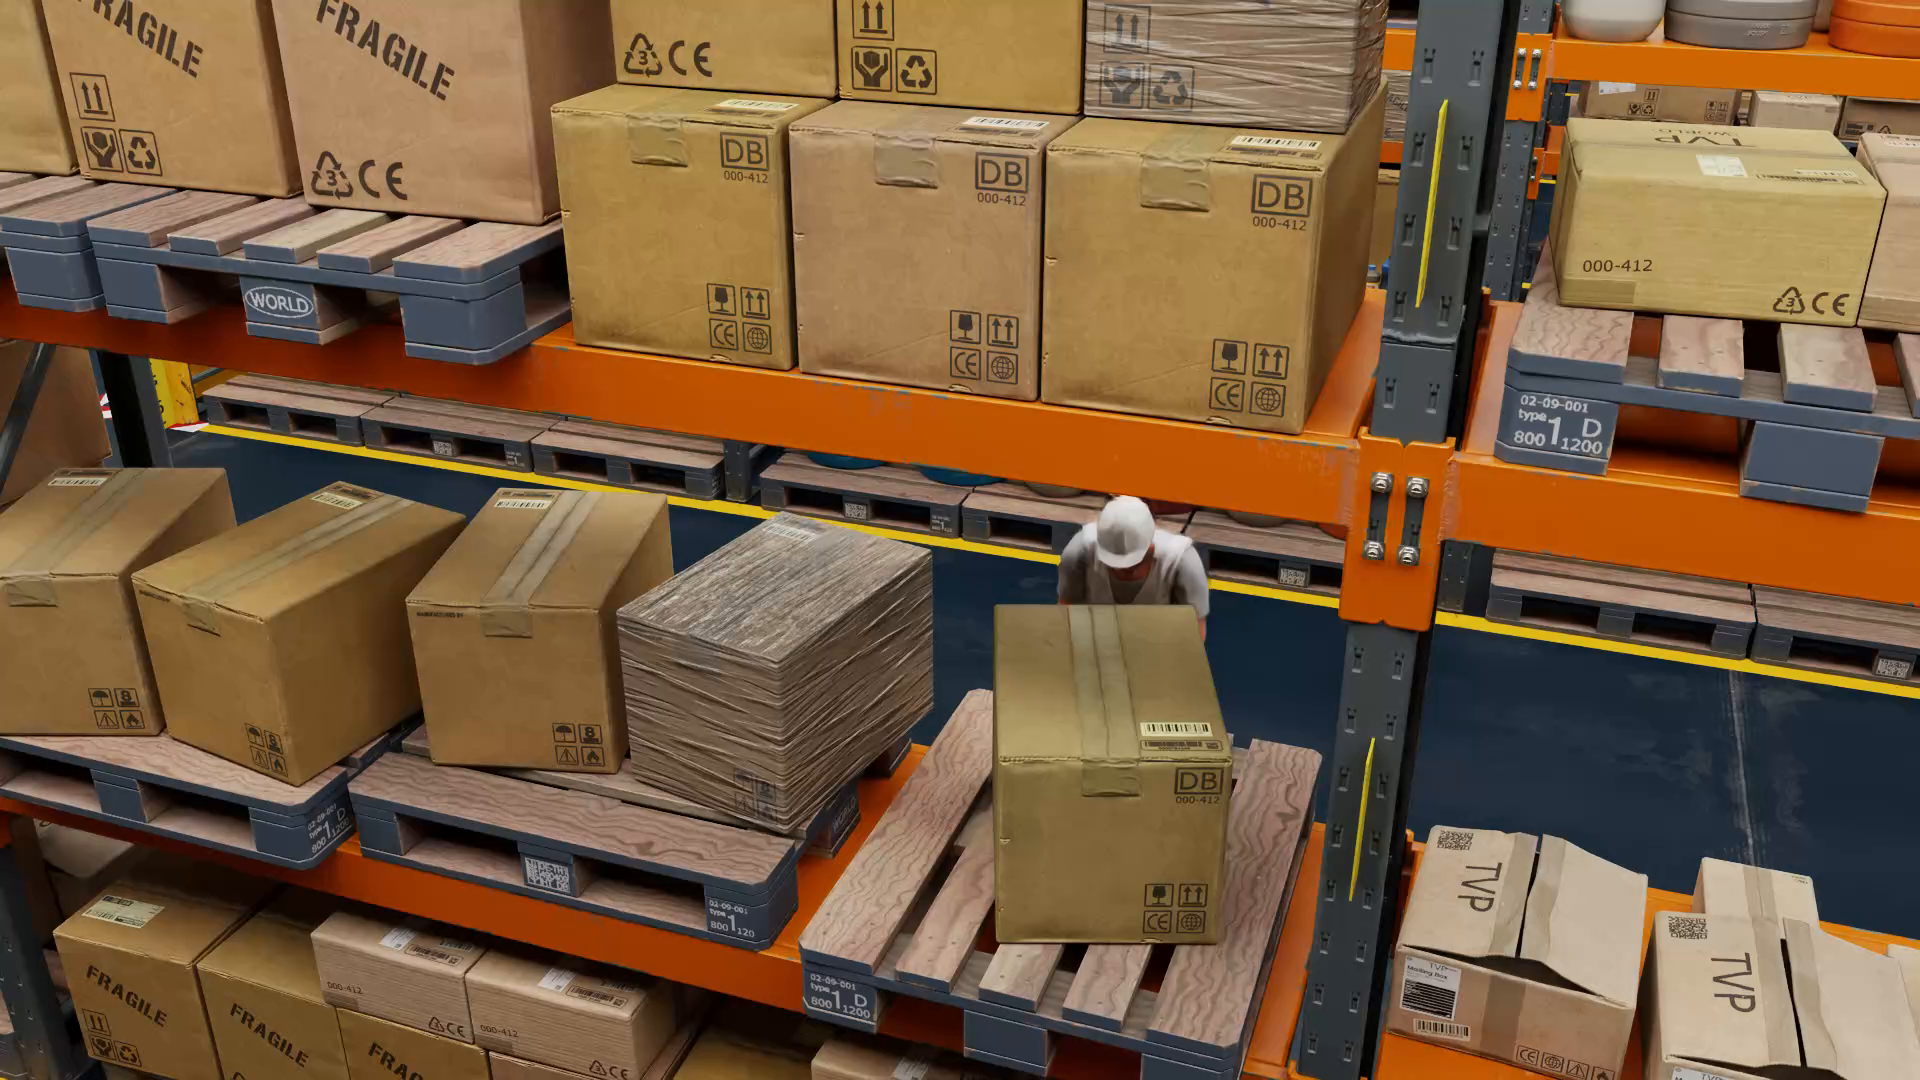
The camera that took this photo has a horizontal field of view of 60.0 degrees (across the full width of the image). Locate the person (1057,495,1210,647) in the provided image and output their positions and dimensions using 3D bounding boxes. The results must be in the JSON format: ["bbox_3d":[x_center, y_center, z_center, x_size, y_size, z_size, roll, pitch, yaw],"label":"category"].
[{"bbox_3d":[0.633,0.508,6.235,0.572,1.604,0.624,9,27,18],"label":"person"}]
